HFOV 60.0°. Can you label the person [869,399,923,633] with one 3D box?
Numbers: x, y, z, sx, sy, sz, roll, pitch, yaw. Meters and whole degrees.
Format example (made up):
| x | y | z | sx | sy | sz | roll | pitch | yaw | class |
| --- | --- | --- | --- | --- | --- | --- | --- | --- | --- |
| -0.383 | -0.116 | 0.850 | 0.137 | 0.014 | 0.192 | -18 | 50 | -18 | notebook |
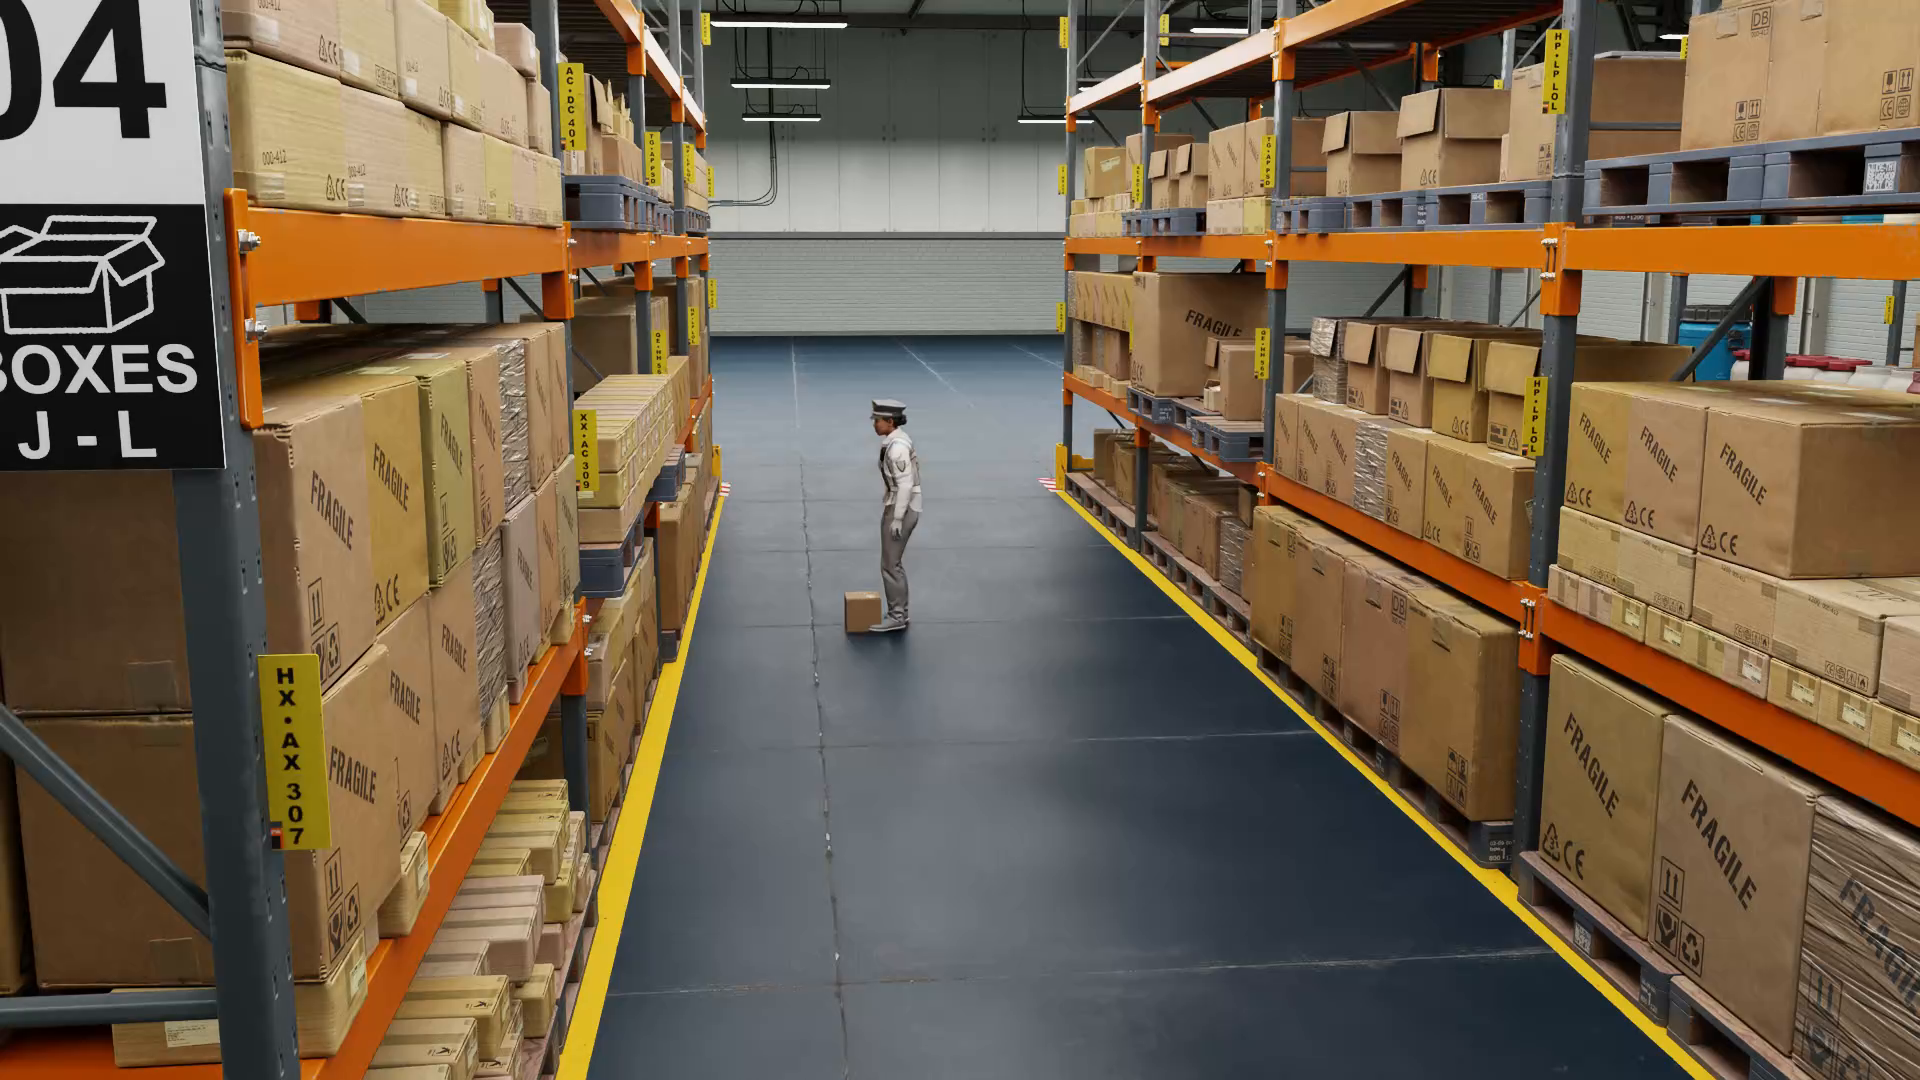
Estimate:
| x | y | z | sx | sy | sz | roll | pitch | yaw | class |
| --- | --- | --- | --- | --- | --- | --- | --- | --- | --- |
| -0.481 | -0.180 | 11.908 | 0.415 | 1.662 | 0.537 | -2 | 10 | -9 | person |
